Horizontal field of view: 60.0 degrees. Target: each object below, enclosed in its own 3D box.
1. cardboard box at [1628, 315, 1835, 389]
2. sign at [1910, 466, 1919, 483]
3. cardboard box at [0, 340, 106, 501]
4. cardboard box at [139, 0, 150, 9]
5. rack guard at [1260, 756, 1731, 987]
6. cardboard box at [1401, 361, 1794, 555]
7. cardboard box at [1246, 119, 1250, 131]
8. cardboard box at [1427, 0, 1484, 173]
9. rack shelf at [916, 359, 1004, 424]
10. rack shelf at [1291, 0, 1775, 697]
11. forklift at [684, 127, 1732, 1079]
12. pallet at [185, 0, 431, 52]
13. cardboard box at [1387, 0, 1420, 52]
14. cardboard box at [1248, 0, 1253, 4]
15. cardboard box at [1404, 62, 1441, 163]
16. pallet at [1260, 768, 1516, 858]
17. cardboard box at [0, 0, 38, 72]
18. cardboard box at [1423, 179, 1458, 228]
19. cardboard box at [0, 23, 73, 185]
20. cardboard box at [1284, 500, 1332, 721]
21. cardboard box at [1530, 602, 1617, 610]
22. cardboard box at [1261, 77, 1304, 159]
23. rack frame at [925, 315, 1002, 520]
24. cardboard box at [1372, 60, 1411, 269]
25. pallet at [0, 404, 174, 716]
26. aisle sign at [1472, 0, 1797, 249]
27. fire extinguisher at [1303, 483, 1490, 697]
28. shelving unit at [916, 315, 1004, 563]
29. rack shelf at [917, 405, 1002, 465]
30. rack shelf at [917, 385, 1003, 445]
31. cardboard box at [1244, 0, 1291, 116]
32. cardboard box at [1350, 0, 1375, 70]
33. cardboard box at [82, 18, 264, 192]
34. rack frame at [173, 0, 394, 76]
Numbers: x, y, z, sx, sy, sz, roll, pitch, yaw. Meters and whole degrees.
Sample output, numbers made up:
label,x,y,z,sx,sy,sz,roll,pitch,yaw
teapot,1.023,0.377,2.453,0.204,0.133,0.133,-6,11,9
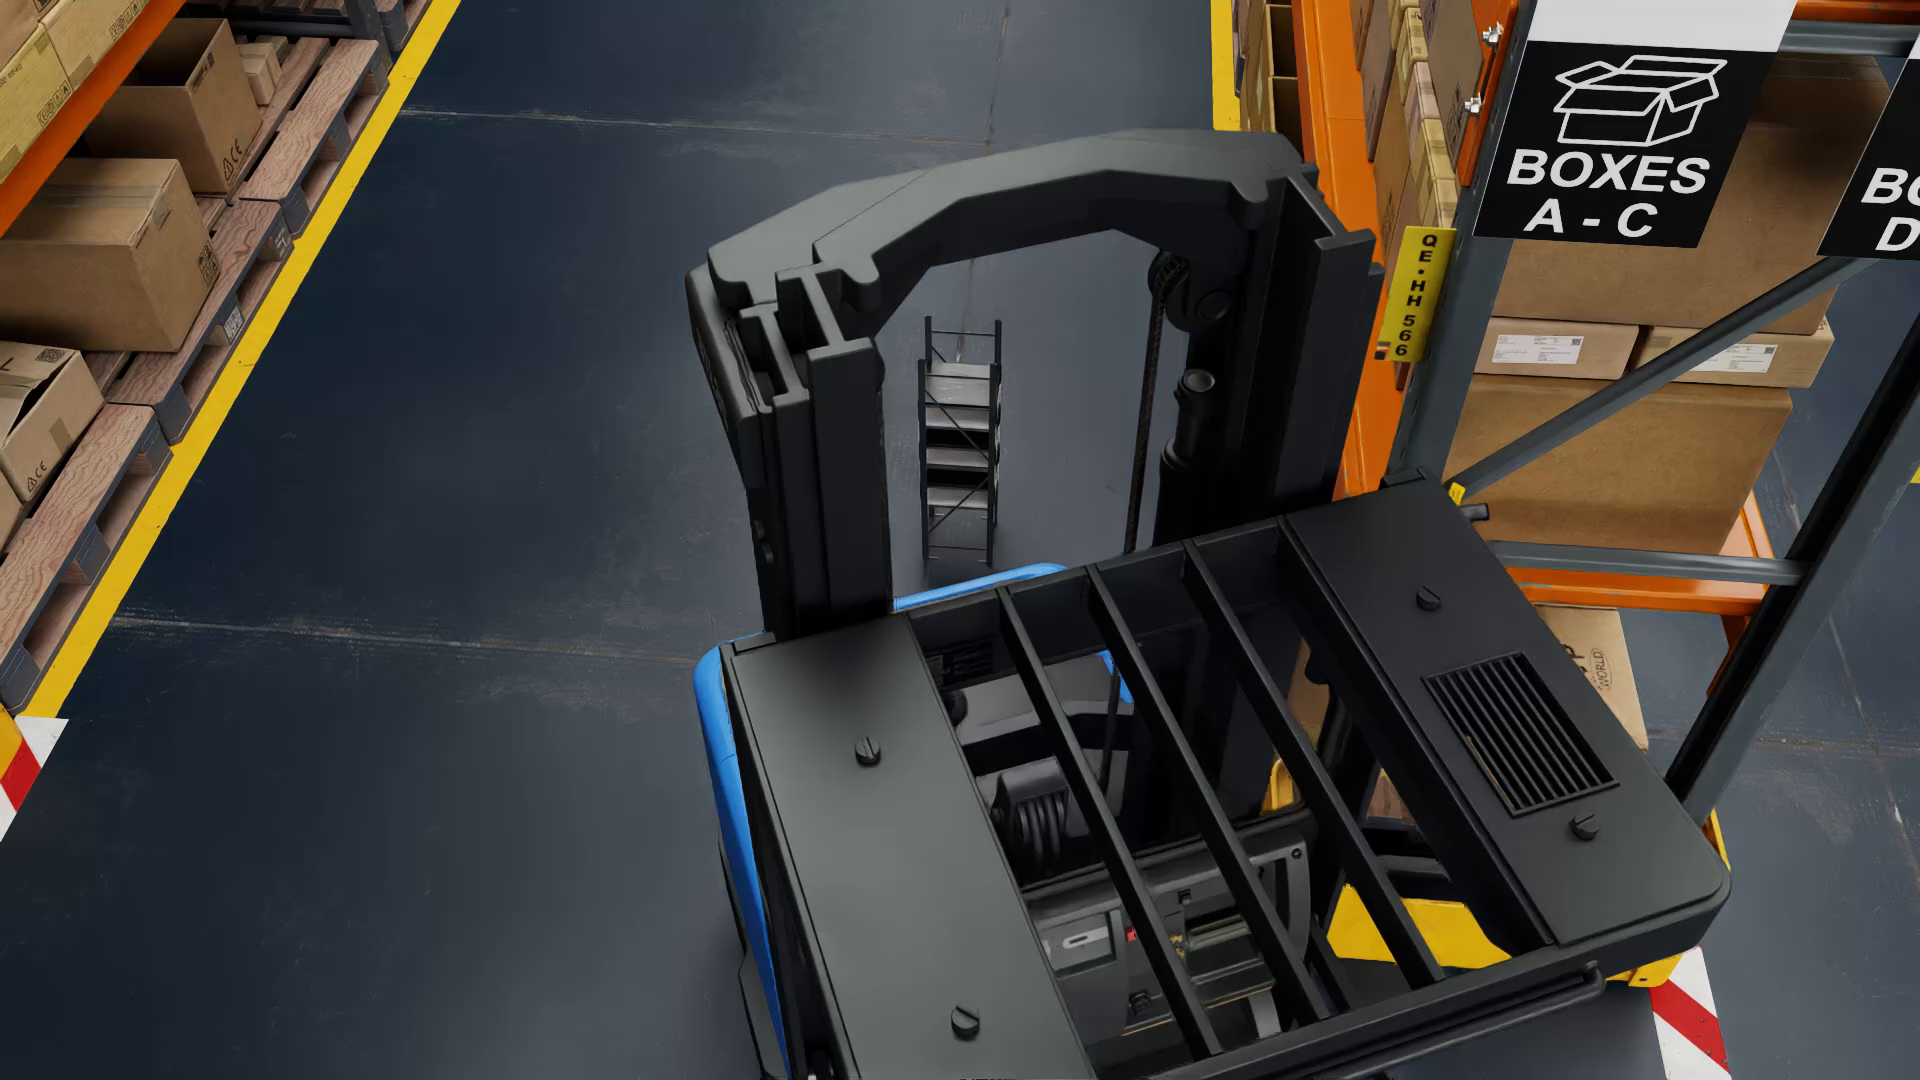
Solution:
label,x,y,z,sx,sy,sz,roll,pitch,yaw
cardboard box,1.665,-0.477,3.646,0.380,0.149,0.250,4,48,3
sign,1.967,-0.228,3.285,0.100,0.325,0.005,4,48,4
cardboard box,-3.314,-0.443,5.647,0.500,0.311,0.500,7,48,7
cardboard box,-2.979,-2.072,5.700,0.500,0.250,0.500,4,48,3
rack guard,1.413,0.911,4.578,1.175,0.500,0.348,4,48,4
cardboard box,1.470,-0.326,3.948,0.700,0.500,0.500,4,48,4
cardboard box,1.385,-1.416,6.591,0.500,0.250,0.500,4,48,4
cardboard box,1.518,-1.190,3.859,0.700,0.500,0.500,3,48,3
rack shelf,0.001,-0.469,5.249,0.258,0.077,0.200,4,48,4
rack shelf,1.597,-1.177,5.282,1.077,0.370,4.000,4,48,4
forklift,0.284,0.922,2.921,1.130,2.935,3.031,-14,49,-12
pallet,-3.084,-2.851,8.215,1.003,0.211,1.213,4,48,4
cardboard box,1.377,-1.448,4.534,0.380,0.149,0.250,5,48,5
cardboard box,1.531,-2.610,7.303,0.500,0.311,0.500,4,48,4
cardboard box,1.331,-1.062,4.181,0.380,0.149,0.250,4,48,4
pallet,1.443,0.426,5.217,1.003,0.211,1.213,4,48,4
cardboard box,-3.067,-1.562,4.726,0.500,0.500,0.500,2,48,2
cardboard box,1.283,-0.689,3.840,0.380,0.149,0.250,5,48,5
cardboard box,-3.072,-1.331,5.022,0.500,0.250,0.500,3,48,3
cardboard box,1.168,0.169,4.634,0.500,0.500,0.500,4,48,4
cardboard box,1.727,0.089,5.215,0.500,0.250,0.500,4,48,4
cardboard box,1.335,-1.302,5.979,0.500,0.500,0.500,4,48,4
rack frame,0.010,-0.384,5.492,0.240,0.900,0.006,4,48,4
cardboard box,1.565,-1.077,4.635,0.700,0.500,0.500,4,48,4
pallet,-3.402,0.010,5.598,1.003,0.211,1.213,4,48,4
aisle sign,1.117,-0.799,2.687,0.394,0.787,0.004,4,48,4
fire extinguisher,0.942,0.131,3.650,0.296,0.674,0.183,4,48,4
shelving unit,0.001,-0.310,5.423,0.258,0.900,0.210,4,48,4
rack shelf,0.001,-0.348,5.382,0.258,0.077,0.200,4,48,4
rack shelf,0.001,-0.409,5.315,0.258,0.077,0.200,4,48,4
cardboard box,1.426,-2.037,6.651,0.500,0.500,0.500,4,48,4
cardboard box,1.654,-1.841,5.333,0.700,0.500,0.500,5,48,4
cardboard box,-3.208,-1.760,6.722,0.500,0.500,0.500,1,48,1
rack frame,-3.154,-3.220,6.662,1.000,3.000,0.127,4,48,4
